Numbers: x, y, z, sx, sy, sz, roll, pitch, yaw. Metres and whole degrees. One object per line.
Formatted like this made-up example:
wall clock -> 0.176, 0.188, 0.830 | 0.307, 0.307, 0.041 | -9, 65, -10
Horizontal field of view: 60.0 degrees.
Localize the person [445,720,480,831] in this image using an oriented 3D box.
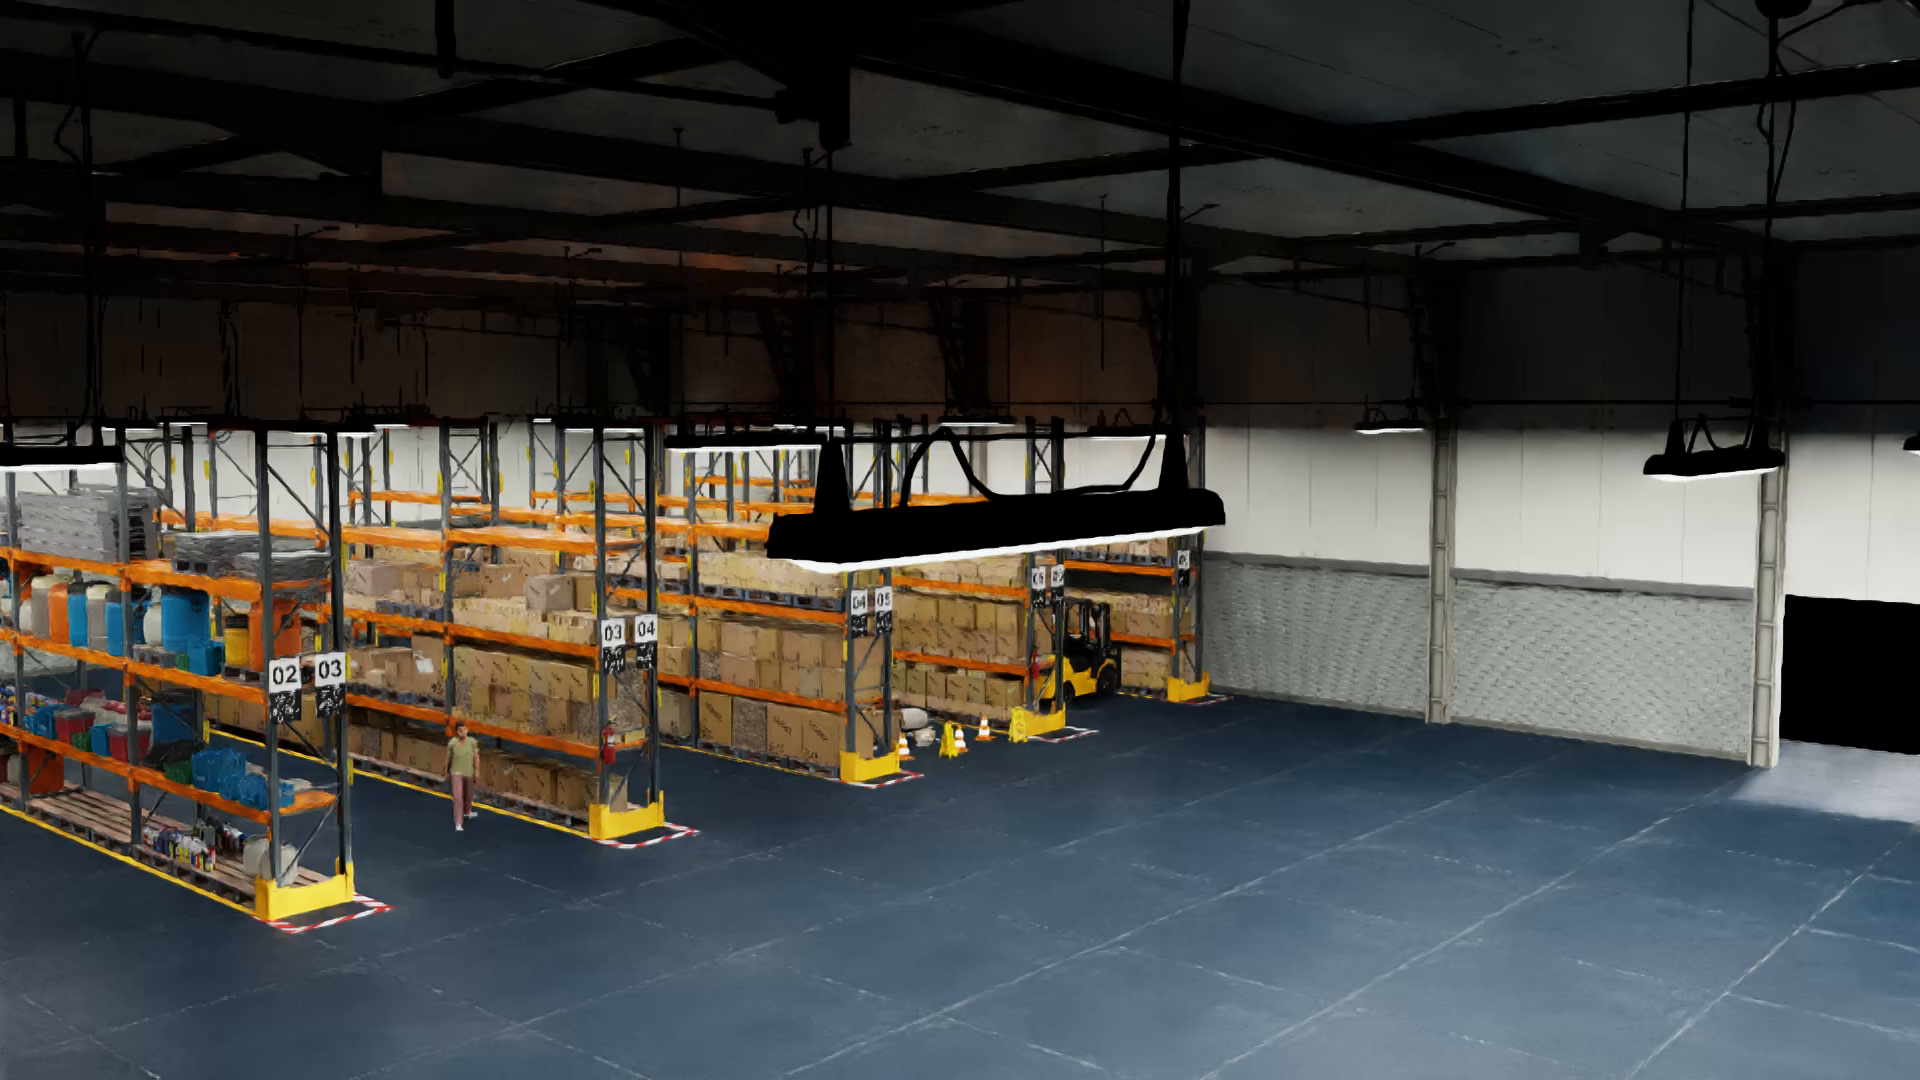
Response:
person -> -7.408, 3.466, 24.792 | 0.492, 1.609, 0.953 | -3, 5, -28
